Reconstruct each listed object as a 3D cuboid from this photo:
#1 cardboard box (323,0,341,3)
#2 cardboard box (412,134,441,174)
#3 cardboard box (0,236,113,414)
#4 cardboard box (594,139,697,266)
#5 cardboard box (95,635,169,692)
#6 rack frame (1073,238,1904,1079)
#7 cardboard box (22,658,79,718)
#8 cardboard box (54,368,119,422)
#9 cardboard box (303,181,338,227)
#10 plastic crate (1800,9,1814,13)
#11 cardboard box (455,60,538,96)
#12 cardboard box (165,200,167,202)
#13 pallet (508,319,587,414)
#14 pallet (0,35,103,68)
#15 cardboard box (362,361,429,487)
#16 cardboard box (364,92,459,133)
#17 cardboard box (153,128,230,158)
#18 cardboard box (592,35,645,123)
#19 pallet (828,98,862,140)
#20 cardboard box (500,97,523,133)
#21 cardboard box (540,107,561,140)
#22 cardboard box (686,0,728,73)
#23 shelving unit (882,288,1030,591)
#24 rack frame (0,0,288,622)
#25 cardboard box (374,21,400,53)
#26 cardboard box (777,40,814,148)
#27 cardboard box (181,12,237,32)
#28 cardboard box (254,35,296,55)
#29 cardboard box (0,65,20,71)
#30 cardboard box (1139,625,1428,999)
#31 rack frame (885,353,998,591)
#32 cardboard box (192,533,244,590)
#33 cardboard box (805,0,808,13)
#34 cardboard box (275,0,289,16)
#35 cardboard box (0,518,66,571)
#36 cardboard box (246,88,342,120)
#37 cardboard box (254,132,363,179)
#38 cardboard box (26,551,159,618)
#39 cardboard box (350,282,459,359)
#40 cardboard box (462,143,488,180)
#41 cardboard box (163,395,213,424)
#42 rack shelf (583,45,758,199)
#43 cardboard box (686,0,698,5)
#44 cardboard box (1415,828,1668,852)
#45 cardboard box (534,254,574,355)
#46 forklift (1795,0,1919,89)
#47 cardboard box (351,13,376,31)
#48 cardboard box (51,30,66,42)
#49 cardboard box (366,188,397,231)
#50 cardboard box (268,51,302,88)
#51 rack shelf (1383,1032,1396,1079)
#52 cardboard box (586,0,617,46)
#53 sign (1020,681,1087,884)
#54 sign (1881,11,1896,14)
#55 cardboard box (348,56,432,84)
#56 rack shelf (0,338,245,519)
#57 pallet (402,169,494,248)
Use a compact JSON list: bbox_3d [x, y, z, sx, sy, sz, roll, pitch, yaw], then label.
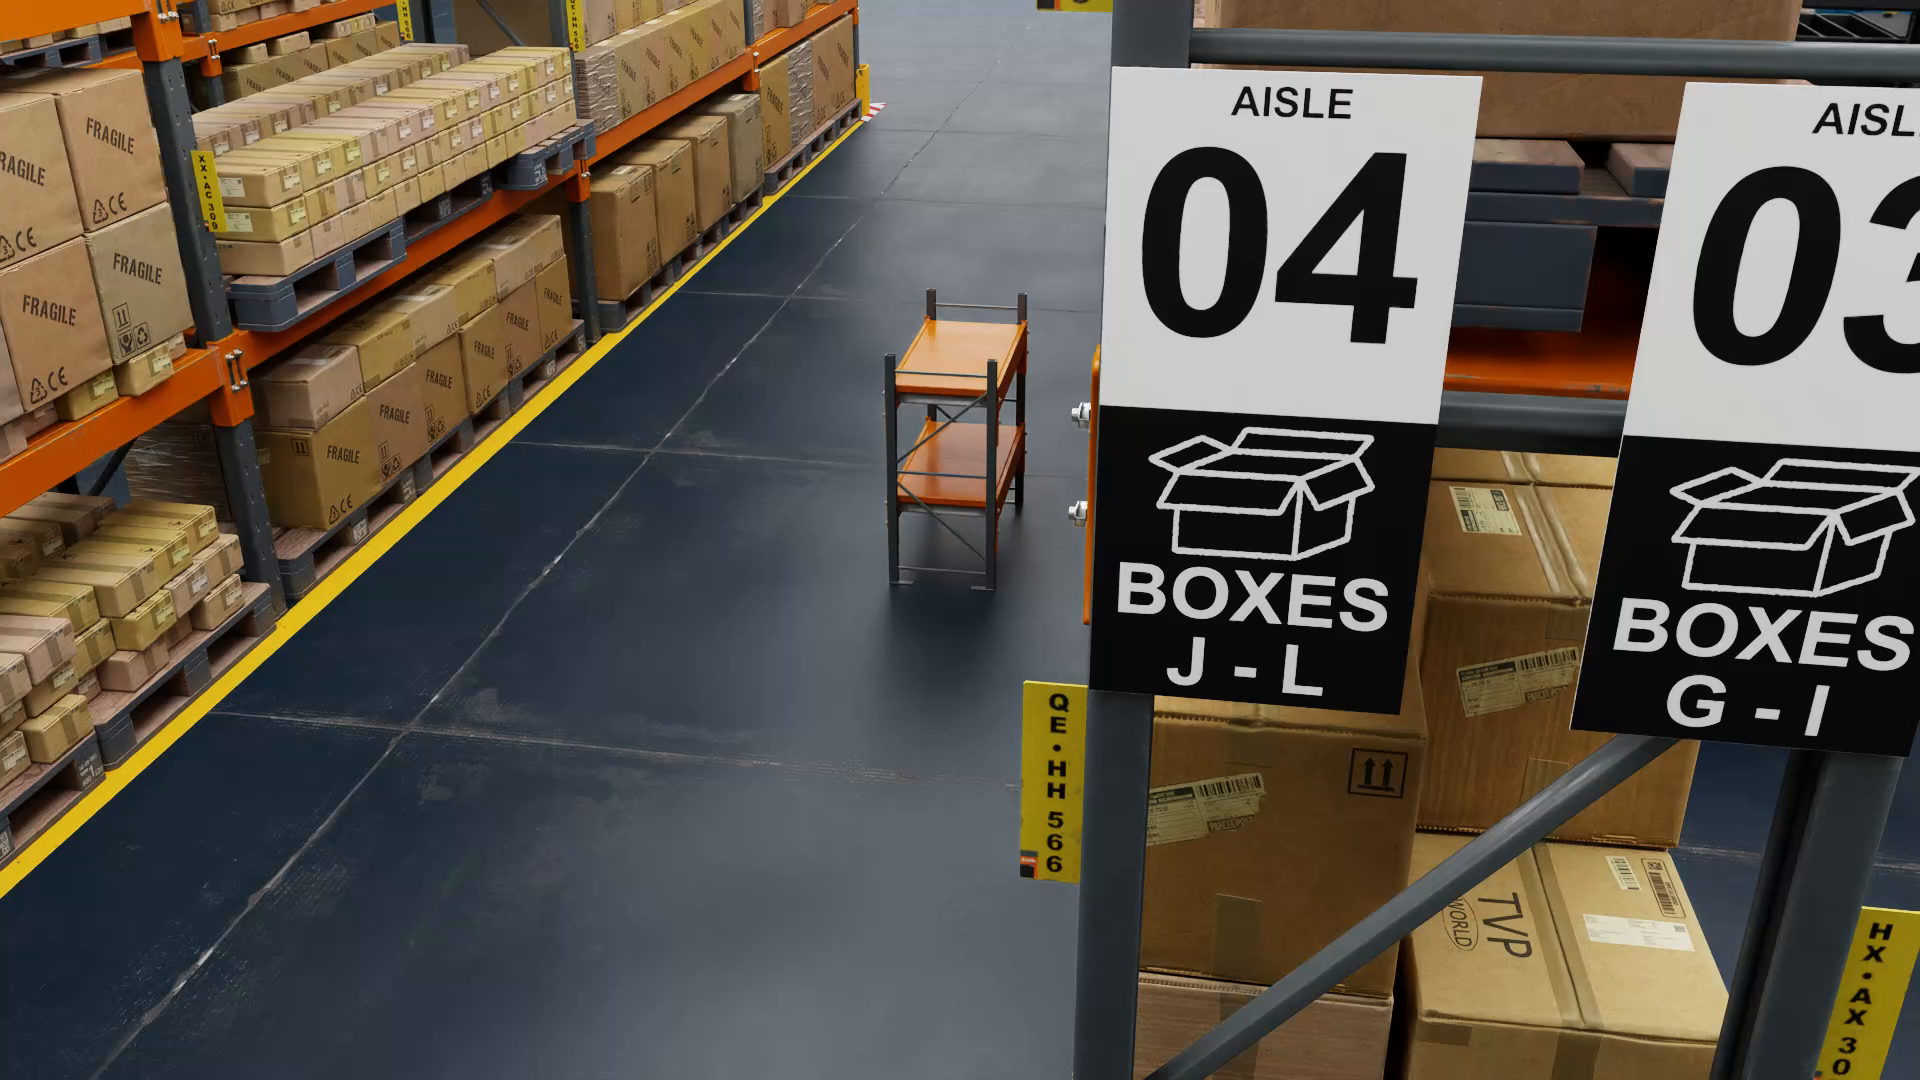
[{"bbox_3d":[-6.483,-5.535,16.832,0.380,0.149,0.250,4,25,8],"label":"cardboard box"},{"bbox_3d":[-2.826,-1.933,8.292,0.380,0.149,0.250,4,25,8],"label":"cardboard box"},{"bbox_3d":[-3.440,-0.781,5.911,0.500,0.500,0.500,3,25,7],"label":"cardboard box"},{"bbox_3d":[-2.572,-2.499,12.208,1.050,0.750,0.750,4,25,9],"label":"cardboard box"},{"bbox_3d":[-3.386,0.466,6.583,0.380,0.149,0.250,3,25,7],"label":"cardboard box"},{"bbox_3d":[0.669,1.019,2.535,1.000,3.000,0.127,4,25,9],"label":"rack frame"},{"bbox_3d":[-3.510,0.513,6.132,0.380,0.149,0.250,5,25,10],"label":"cardboard box"},{"bbox_3d":[-3.407,-0.568,6.221,0.380,0.149,0.250,5,26,11],"label":"cardboard box"},{"bbox_3d":[-2.995,-1.493,7.350,0.380,0.149,0.250,4,25,7],"label":"cardboard box"},{"bbox_3d":[7.707,-4.858,15.402,0.298,0.136,0.250,4,25,9],"label":"plastic crate"},{"bbox_3d":[-2.614,-2.608,9.382,0.380,0.149,0.250,5,26,10],"label":"cardboard box"},{"bbox_3d":[-3.684,-1.431,7.219,0.380,0.149,0.250,5,26,10],"label":"cardboard box"},{"bbox_3d":[-3.029,-1.123,10.401,1.003,0.211,1.213,4,25,9],"label":"pallet"},{"bbox_3d":[-7.517,-3.758,12.965,1.003,0.211,1.213,4,25,9],"label":"pallet"},{"bbox_3d":[-3.087,-0.610,8.468,0.500,0.500,0.500,5,26,11],"label":"cardboard box"},{"bbox_3d":[-2.785,-2.173,8.452,0.380,0.149,0.250,5,26,10],"label":"cardboard box"},{"bbox_3d":[-3.594,-1.788,7.630,0.380,0.149,0.250,3,25,7],"label":"cardboard box"},{"bbox_3d":[-2.480,-3.140,11.302,0.500,0.500,0.500,4,25,8],"label":"cardboard box"},{"bbox_3d":[-1.646,-4.456,17.521,1.003,0.211,1.213,4,25,9],"label":"pallet"},{"bbox_3d":[-2.655,-2.359,9.202,0.380,0.149,0.250,4,25,9],"label":"cardboard box"},{"bbox_3d":[-2.570,-2.447,9.741,0.380,0.149,0.250,4,25,8],"label":"cardboard box"},{"bbox_3d":[-2.151,-3.983,13.103,0.500,0.500,0.500,4,25,8],"label":"cardboard box"},{"bbox_3d":[-0.001,-0.507,8.005,0.538,1.125,1.048,4,25,9],"label":"shelving unit"},{"bbox_3d":[-3.554,-1.040,6.934,1.000,3.000,0.127,4,25,9],"label":"rack frame"},{"bbox_3d":[-6.366,-5.291,17.879,0.500,0.500,0.500,4,25,9],"label":"cardboard box"},{"bbox_3d":[-1.931,-4.249,15.801,0.875,0.875,0.875,4,25,9],"label":"cardboard box"},{"bbox_3d":[-6.778,-4.682,15.011,0.380,0.149,0.250,4,25,8],"label":"cardboard box"},{"bbox_3d":[-6.622,-4.756,15.971,0.380,0.149,0.250,5,26,11],"label":"cardboard box"},{"bbox_3d":[-3.868,-1.501,6.270,0.500,0.500,0.500,5,25,10],"label":"cardboard box"},{"bbox_3d":[0.490,0.390,2.819,0.500,0.500,0.500,4,25,9],"label":"cardboard box"},{"bbox_3d":[-0.084,-0.294,7.551,0.500,1.125,0.032,4,25,9],"label":"rack frame"},{"bbox_3d":[-3.292,0.080,7.057,0.380,0.149,0.250,5,25,10],"label":"cardboard box"},{"bbox_3d":[-1.938,-5.287,15.830,0.875,0.550,0.500,4,25,9],"label":"cardboard box"},{"bbox_3d":[-6.688,-5.119,15.945,0.380,0.149,0.250,4,25,8],"label":"cardboard box"},{"bbox_3d":[-3.918,0.032,6.808,0.380,0.149,0.250,5,26,11],"label":"cardboard box"},{"bbox_3d":[-3.424,-2.225,8.565,0.380,0.149,0.250,4,25,8],"label":"cardboard box"},{"bbox_3d":[-2.952,-1.743,7.534,0.380,0.149,0.250,4,25,9],"label":"cardboard box"},{"bbox_3d":[-3.391,0.173,6.509,0.380,0.149,0.250,4,25,8],"label":"cardboard box"},{"bbox_3d":[-3.000,-1.164,8.768,0.500,0.250,0.500,5,26,11],"label":"cardboard box"},{"bbox_3d":[-2.742,-2.015,8.818,0.380,0.149,0.250,5,26,10],"label":"cardboard box"},{"bbox_3d":[-3.682,-0.767,7.918,0.500,0.250,0.500,3,25,7],"label":"cardboard box"},{"bbox_3d":[-2.573,-3.224,12.447,1.077,0.370,4.000,4,25,9],"label":"rack shelf"},{"bbox_3d":[-2.404,-4.461,12.944,0.700,0.500,0.500,4,25,8],"label":"cardboard box"},{"bbox_3d":[1.092,0.552,3.358,0.500,0.250,0.500,4,25,8],"label":"cardboard box"},{"bbox_3d":[-2.750,-1.478,10.322,0.500,0.500,0.500,4,25,8],"label":"cardboard box"},{"bbox_3d":[3.543,-1.224,7.407,1.130,2.935,3.031,5,26,11],"label":"forklift"},{"bbox_3d":[-6.360,-5.426,17.403,0.380,0.149,0.250,5,26,10],"label":"cardboard box"},{"bbox_3d":[-7.284,-4.000,13.058,0.380,0.149,0.250,3,25,7],"label":"cardboard box"},{"bbox_3d":[-2.909,-1.575,7.877,0.380,0.149,0.250,4,25,9],"label":"cardboard box"},{"bbox_3d":[-6.708,-4.424,16.026,0.500,0.500,0.500,5,26,11],"label":"cardboard box"},{"bbox_3d":[0.996,0.508,4.475,1.077,0.370,4.000,4,25,9],"label":"rack shelf"},{"bbox_3d":[-2.736,-3.610,11.126,0.700,0.500,0.500,4,25,8],"label":"cardboard box"},{"bbox_3d":[0.136,0.344,2.332,0.100,0.325,0.005,4,25,9],"label":"sign"},{"bbox_3d":[6.976,-3.825,12.557,0.100,0.325,0.005,4,25,9],"label":"sign"},{"bbox_3d":[-3.253,-2.664,9.502,0.380,0.149,0.250,4,25,8],"label":"cardboard box"},{"bbox_3d":[-3.881,0.122,5.299,1.077,0.370,4.000,4,25,9],"label":"rack shelf"},{"bbox_3d":[-3.183,-1.795,8.773,1.003,0.211,1.213,4,25,9],"label":"pallet"}]
